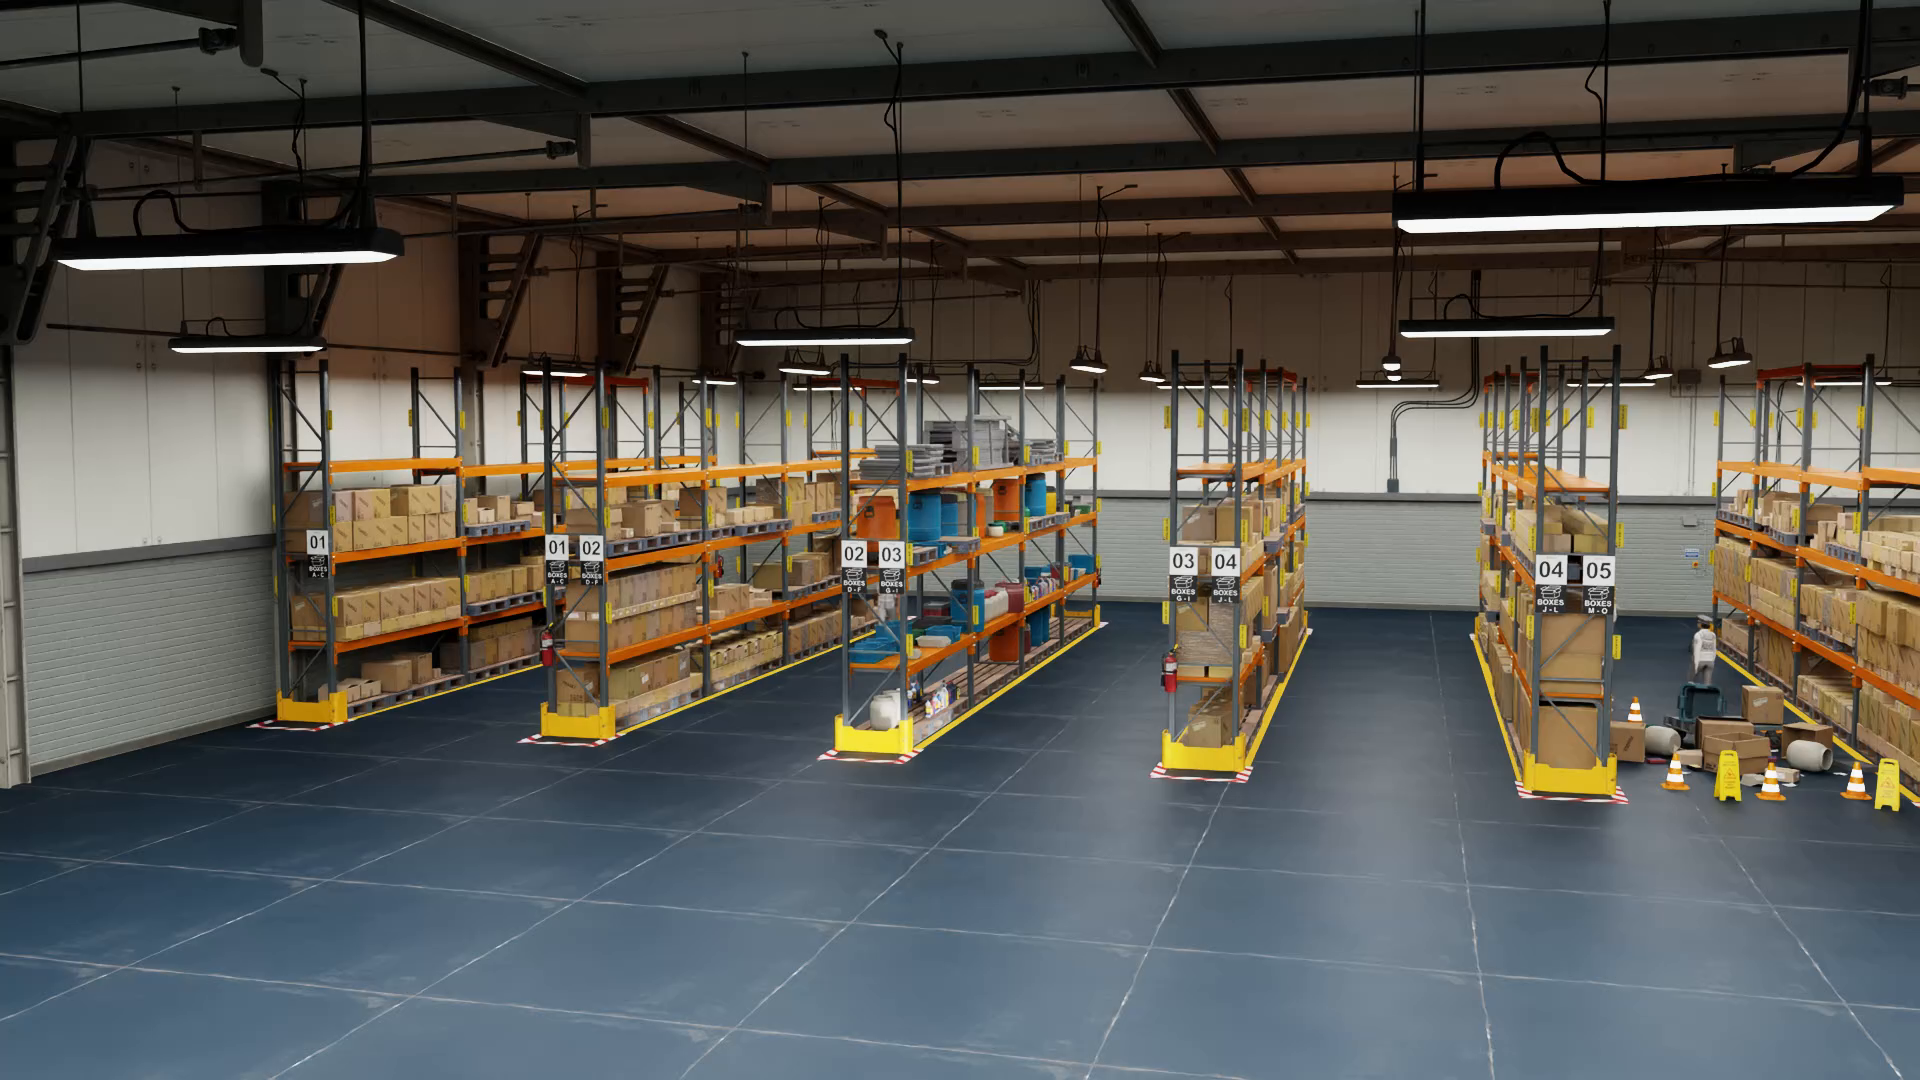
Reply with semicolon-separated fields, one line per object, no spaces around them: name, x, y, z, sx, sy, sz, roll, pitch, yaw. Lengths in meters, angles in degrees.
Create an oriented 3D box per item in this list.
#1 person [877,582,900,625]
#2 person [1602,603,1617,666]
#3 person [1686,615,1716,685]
person;-1.583;1.457;37.201;0.546;1.714;0.972;1;4;13
person;13.107;1.803;33.732;0.483;1.565;0.538;0;4;-2
person;12.692;2.120;28.330;0.477;1.668;0.488;0;4;0
